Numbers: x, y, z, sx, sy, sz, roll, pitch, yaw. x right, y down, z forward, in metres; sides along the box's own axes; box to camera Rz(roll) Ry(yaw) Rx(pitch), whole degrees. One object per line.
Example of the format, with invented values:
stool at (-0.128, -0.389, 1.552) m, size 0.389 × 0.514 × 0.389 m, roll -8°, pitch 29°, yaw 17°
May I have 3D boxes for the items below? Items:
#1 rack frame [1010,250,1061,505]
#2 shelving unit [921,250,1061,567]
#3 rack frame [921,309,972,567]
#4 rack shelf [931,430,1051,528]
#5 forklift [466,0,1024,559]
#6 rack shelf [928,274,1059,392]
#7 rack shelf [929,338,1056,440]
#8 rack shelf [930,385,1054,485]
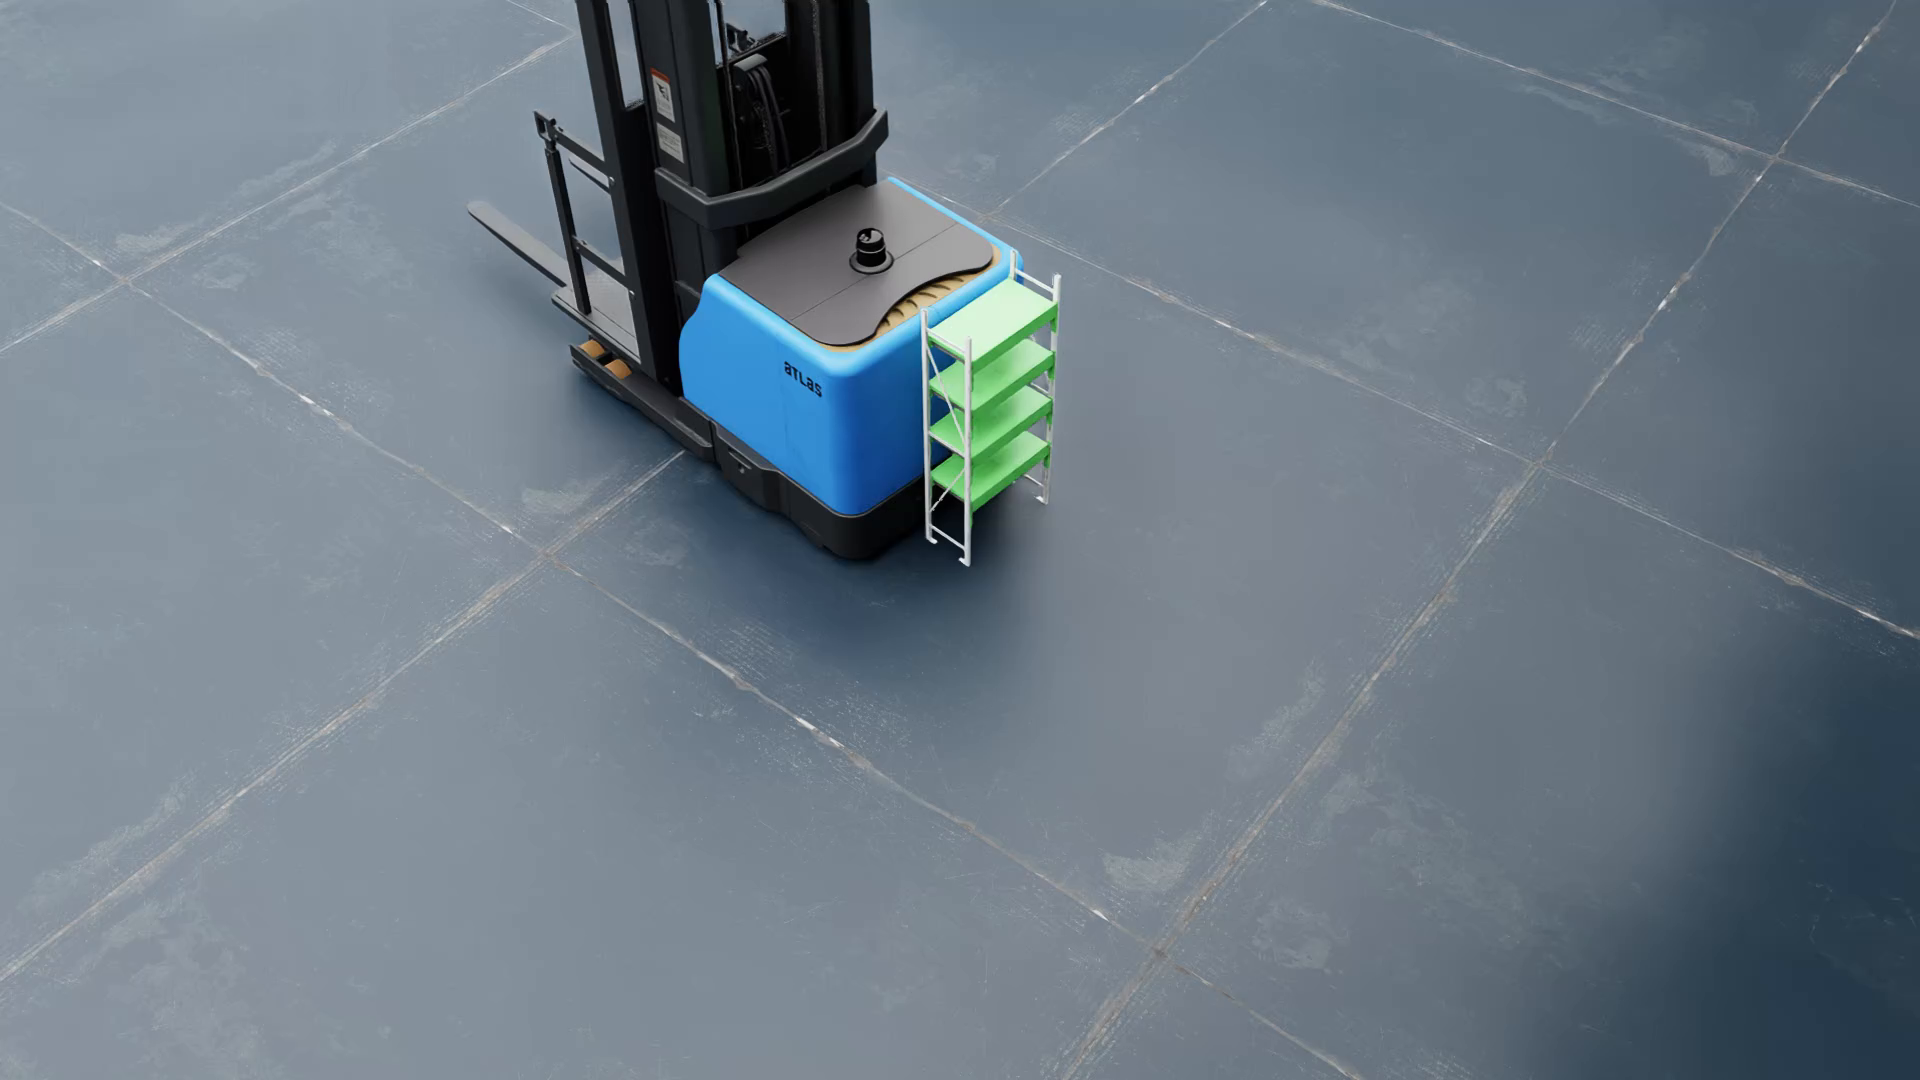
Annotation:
rack frame at (0.284, -0.625, 6.682) m, size 0.240 × 1.200 × 0.015 m, roll 34°, pitch 55°, yaw 28°
shelving unit at (0.118, -0.496, 6.559) m, size 0.258 × 1.200 × 0.503 m, roll 34°, pitch 55°, yaw 28°
rack frame at (-0.049, -0.367, 6.436) m, size 0.240 × 1.200 × 0.015 m, roll 34°, pitch 55°, yaw 28°
rack shelf at (0.118, -0.286, 6.779) m, size 0.258 × 0.148 × 0.480 m, roll 34°, pitch 55°, yaw 28°
forklift at (-1.128, -1.897, 6.700) m, size 1.130 × 2.935 × 3.031 m, roll -36°, pitch 56°, yaw -29°
rack shelf at (0.118, -0.784, 6.258) m, size 0.258 × 0.148 × 0.480 m, roll 34°, pitch 55°, yaw 28°
rack shelf at (0.118, -0.618, 6.432) m, size 0.258 × 0.148 × 0.480 m, roll 34°, pitch 55°, yaw 28°
rack shelf at (0.118, -0.452, 6.605) m, size 0.258 × 0.148 × 0.480 m, roll 34°, pitch 55°, yaw 28°
